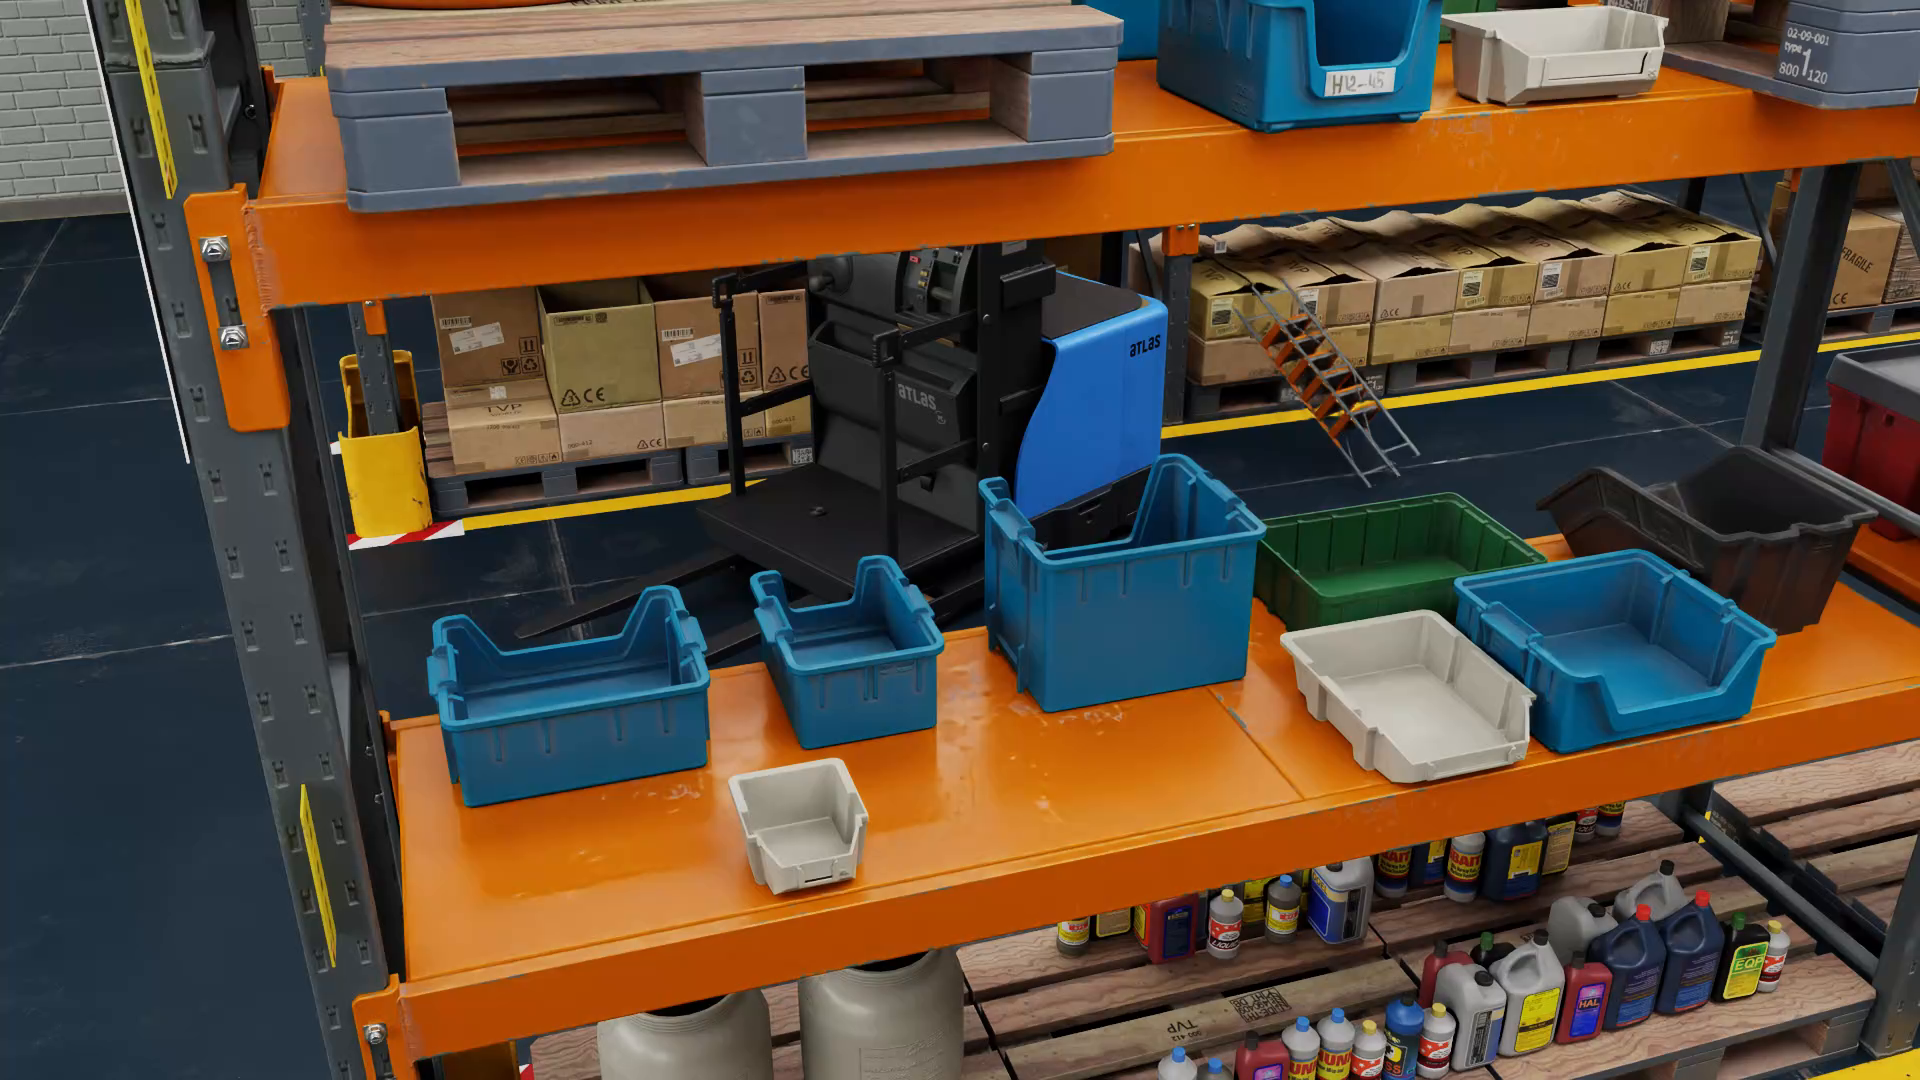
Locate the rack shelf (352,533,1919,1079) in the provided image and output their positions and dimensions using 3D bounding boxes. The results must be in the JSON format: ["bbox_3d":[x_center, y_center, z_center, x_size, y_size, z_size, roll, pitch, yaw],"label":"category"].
[{"bbox_3d":[0.622,0.522,4.133,4.000,0.370,1.077,-8,28,-16],"label":"rack shelf"}]

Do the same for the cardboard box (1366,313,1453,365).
[{"bbox_3d":[2.432,-1.220,9.453,0.500,0.250,0.500,-9,28,-18],"label":"cardboard box"}]

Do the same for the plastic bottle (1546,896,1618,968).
[{"bbox_3d":[1.748,1.126,4.678,0.135,0.276,0.152,-8,28,-16],"label":"plastic bottle"}]

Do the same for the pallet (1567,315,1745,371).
[{"bbox_3d":[4.002,-1.375,10.282,1.213,0.211,1.003,-8,28,-16],"label":"pallet"}]

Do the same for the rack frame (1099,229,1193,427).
[{"bbox_3d":[0.993,-2.170,8.748,0.127,3.000,1.000,-8,28,-16],"label":"rack frame"}]

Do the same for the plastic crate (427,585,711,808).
[{"bbox_3d":[-0.896,0.347,3.845,0.616,0.251,0.499,-8,28,-16],"label":"plastic crate"}]

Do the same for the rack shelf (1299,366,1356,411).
[{"bbox_3d":[1.878,-0.776,8.441,0.258,0.180,0.103,-18,65,-33],"label":"rack shelf"}]

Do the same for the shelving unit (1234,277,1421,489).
[{"bbox_3d":[1.856,-0.811,8.457,0.258,0.189,1.200,-18,65,-33],"label":"shelving unit"}]

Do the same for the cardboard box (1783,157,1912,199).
[{"bbox_3d":[5.666,-2.372,10.627,0.500,0.250,0.500,-7,27,-14],"label":"cardboard box"}]

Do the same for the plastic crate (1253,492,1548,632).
[{"bbox_3d":[1.146,0.087,4.439,0.662,0.188,0.450,-8,28,-16],"label":"plastic crate"}]

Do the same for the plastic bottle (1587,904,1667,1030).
[{"bbox_3d":[1.818,1.151,4.542,0.185,0.351,0.144,-10,28,-19],"label":"plastic bottle"}]

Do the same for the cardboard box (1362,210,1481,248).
[{"bbox_3d":[2.737,-1.764,9.920,0.500,0.311,0.500,-9,28,-17],"label":"cardboard box"}]

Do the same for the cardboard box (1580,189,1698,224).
[{"bbox_3d":[4.208,-1.981,10.355,0.500,0.311,0.500,-7,27,-14],"label":"cardboard box"}]

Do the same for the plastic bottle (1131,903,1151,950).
[{"bbox_3d":[0.579,1.037,4.856,0.135,0.276,0.152,-8,28,-16],"label":"plastic bottle"}]

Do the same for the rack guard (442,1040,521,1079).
[{"bbox_3d":[-1.222,1.565,4.036,0.348,0.500,1.175,-8,28,-16],"label":"rack guard"}]

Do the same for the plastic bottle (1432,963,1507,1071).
[{"bbox_3d":[1.355,1.250,4.427,0.135,0.276,0.152,-8,27,-15],"label":"plastic bottle"}]

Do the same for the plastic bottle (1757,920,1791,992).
[{"bbox_3d":[2.275,1.163,4.686,0.097,0.201,0.097,0,26,0],"label":"plastic bottle"}]

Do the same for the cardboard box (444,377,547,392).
[{"bbox_3d":[-2.392,-0.774,8.557,0.500,0.250,0.500,-8,28,-16],"label":"cardboard box"}]

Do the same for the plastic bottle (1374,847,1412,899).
[{"bbox_3d":[1.320,0.948,5.041,0.097,0.271,0.097,0,26,0],"label":"plastic bottle"}]

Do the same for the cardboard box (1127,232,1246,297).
[{"bbox_3d":[1.290,-1.555,9.498,0.500,0.311,0.500,-8,28,-16],"label":"cardboard box"}]

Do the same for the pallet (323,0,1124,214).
[{"bbox_3d":[-0.463,-0.856,2.940,1.213,0.211,1.003,-8,28,-16],"label":"pallet"}]

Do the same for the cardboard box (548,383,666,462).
[{"bbox_3d":[-1.757,-0.626,8.257,0.500,0.250,0.500,-8,28,-16],"label":"cardboard box"}]

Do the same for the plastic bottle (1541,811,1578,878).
[{"bbox_3d":[1.820,0.904,5.116,0.133,0.283,0.061,-8,28,-16],"label":"plastic bottle"}]

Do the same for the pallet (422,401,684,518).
[{"bbox_3d":[-2.096,-0.493,8.506,1.213,0.211,1.003,-8,28,-16],"label":"pallet"}]

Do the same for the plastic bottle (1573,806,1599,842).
[{"bbox_3d":[1.988,0.854,5.309,0.097,0.201,0.097,0,26,0],"label":"plastic bottle"}]

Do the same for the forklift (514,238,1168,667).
[{"bbox_3d":[-0.442,-1.118,6.705,3.031,2.935,1.130,-24,35,-39],"label":"forklift"}]

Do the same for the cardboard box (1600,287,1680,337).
[{"bbox_3d":[3.883,-1.429,9.876,0.500,0.250,0.500,-9,28,-17],"label":"cardboard box"}]

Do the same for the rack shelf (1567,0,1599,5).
[{"bbox_3d":[5.161,-4.768,14.790,4.000,0.370,1.077,-8,28,-16],"label":"rack shelf"}]

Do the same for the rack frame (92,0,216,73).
[{"bbox_3d":[-1.280,-2.211,2.085,0.127,3.000,1.000,-8,28,-16],"label":"rack frame"}]

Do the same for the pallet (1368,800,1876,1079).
[{"bbox_3d":[1.872,1.249,4.997,1.213,0.211,1.003,-8,28,-16],"label":"pallet"}]

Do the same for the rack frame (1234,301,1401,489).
[{"bbox_3d":[1.825,-0.761,8.527,0.240,0.006,1.200,-18,65,-33],"label":"rack frame"}]

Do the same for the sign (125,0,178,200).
[{"bbox_3d":[-1.113,-0.639,2.280,0.005,0.325,0.100,-8,28,-16],"label":"sign"}]

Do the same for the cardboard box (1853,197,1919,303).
[{"bbox_3d":[5.814,-1.815,10.348,0.500,0.500,0.500,-9,28,-18],"label":"cardboard box"}]

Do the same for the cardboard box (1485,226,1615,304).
[{"bbox_3d":[3.402,-1.610,9.608,0.500,0.311,0.500,-8,28,-16],"label":"cardboard box"}]

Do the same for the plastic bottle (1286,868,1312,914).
[{"bbox_3d":[1.044,0.935,4.979,0.185,0.351,0.144,-8,28,-17],"label":"plastic bottle"}]

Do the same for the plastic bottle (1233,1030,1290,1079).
[{"bbox_3d":[0.762,1.354,4.209,0.133,0.283,0.061,-8,27,-15],"label":"plastic bottle"}]

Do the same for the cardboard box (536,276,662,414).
[{"bbox_3d":[-1.756,-0.961,8.089,0.500,0.500,0.500,-8,28,-16],"label":"cardboard box"}]

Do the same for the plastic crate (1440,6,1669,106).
[{"bbox_3d":[1.123,-0.909,3.130,0.396,0.136,0.243,-8,28,-16],"label":"plastic crate"}]

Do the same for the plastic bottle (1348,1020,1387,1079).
[{"bbox_3d":[1.056,1.339,4.331,0.097,0.201,0.097,0,26,0],"label":"plastic bottle"}]

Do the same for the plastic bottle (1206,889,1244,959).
[{"bbox_3d":[0.767,1.102,4.810,0.097,0.201,0.097,0,26,0],"label":"plastic bottle"}]

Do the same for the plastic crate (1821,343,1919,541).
[{"bbox_3d":[2.889,-0.300,4.909,0.583,0.464,0.402,-8,28,-16],"label":"plastic crate"}]

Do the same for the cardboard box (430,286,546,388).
[{"bbox_3d":[-2.392,-1.111,8.392,0.500,0.500,0.500,-8,28,-16],"label":"cardboard box"}]

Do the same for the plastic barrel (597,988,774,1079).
[{"bbox_3d":[-0.677,1.279,4.126,0.421,0.512,0.421,0,26,0],"label":"plastic barrel"}]

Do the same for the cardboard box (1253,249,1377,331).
[{"bbox_3d":[1.941,-1.396,9.178,0.500,0.311,0.500,-9,28,-17],"label":"cardboard box"}]

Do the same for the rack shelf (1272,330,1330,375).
[{"bbox_3d":[1.757,-0.966,8.526,0.258,0.180,0.103,-18,65,-33],"label":"rack shelf"}]

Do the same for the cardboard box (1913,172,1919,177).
[{"bbox_3d":[6.603,-2.172,11.069,0.500,0.500,0.500,-9,28,-18],"label":"cardboard box"}]
